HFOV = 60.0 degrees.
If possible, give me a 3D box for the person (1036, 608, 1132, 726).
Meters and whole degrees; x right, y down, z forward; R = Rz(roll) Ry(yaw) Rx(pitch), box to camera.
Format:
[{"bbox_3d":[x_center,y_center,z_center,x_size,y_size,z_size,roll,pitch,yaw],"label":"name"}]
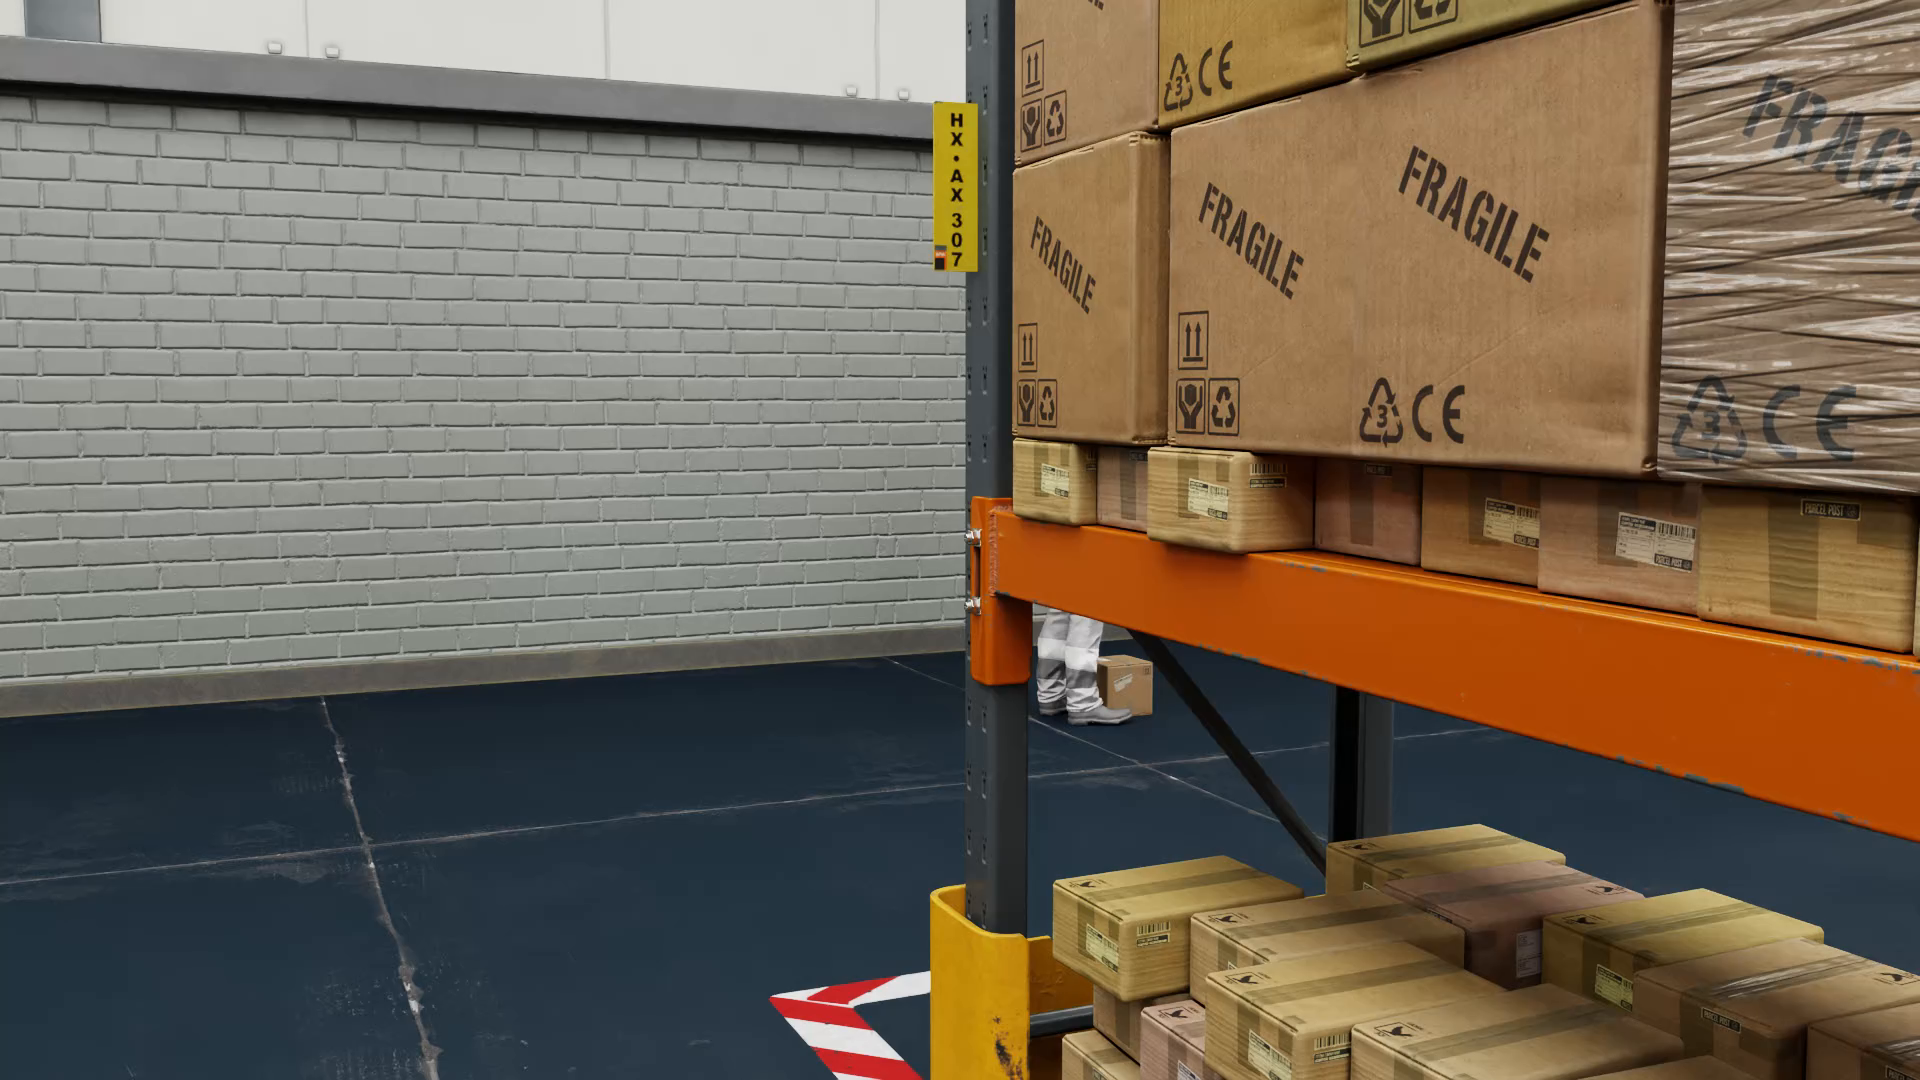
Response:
[{"bbox_3d":[0.542,-0.056,7.724,0.455,1.779,0.611,-2,6,-24],"label":"person"}]
